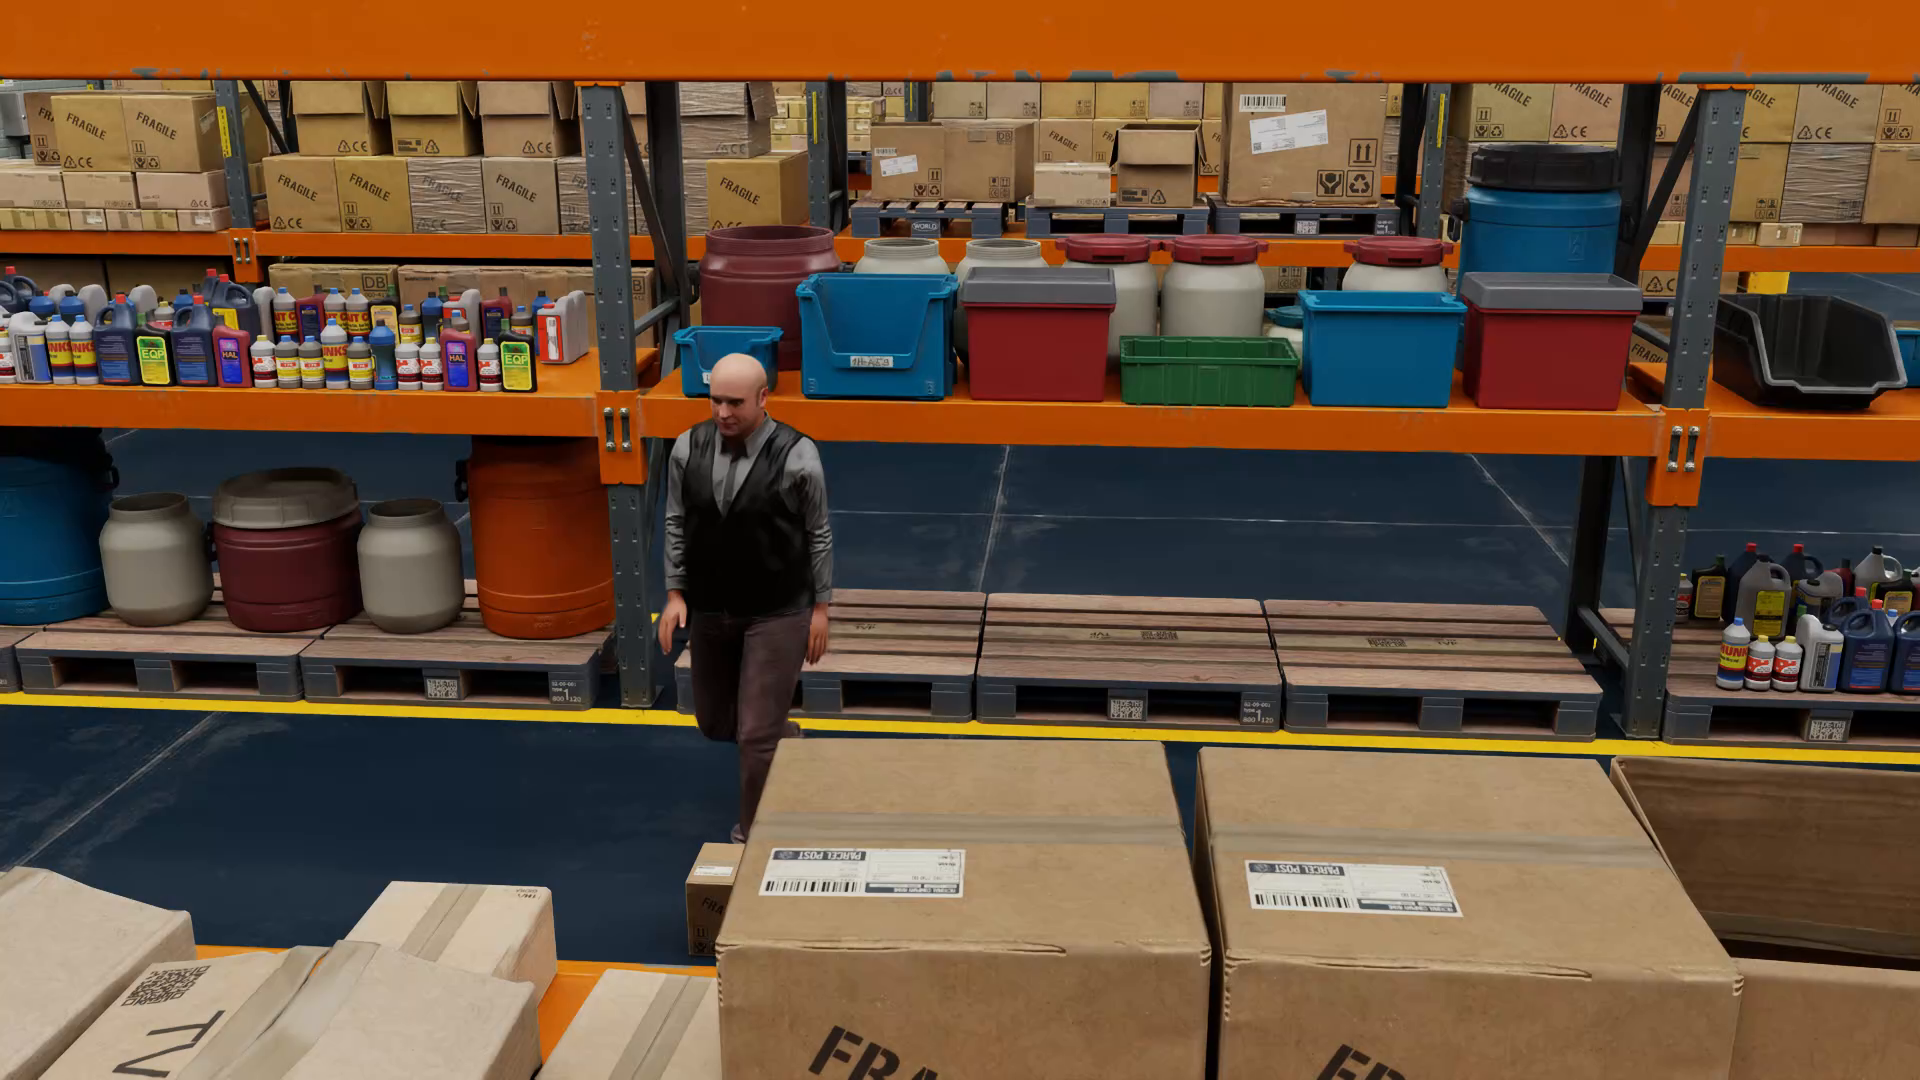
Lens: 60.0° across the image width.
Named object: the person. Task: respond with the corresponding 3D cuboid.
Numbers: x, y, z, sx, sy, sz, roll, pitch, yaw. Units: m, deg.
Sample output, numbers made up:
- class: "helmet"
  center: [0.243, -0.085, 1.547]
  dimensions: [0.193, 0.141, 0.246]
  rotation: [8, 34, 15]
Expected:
- class: "person"
  center: [-0.679, 0.226, 5.372]
  dimensions: [0.535, 1.706, 0.865]
  rotation: [7, 19, 22]
